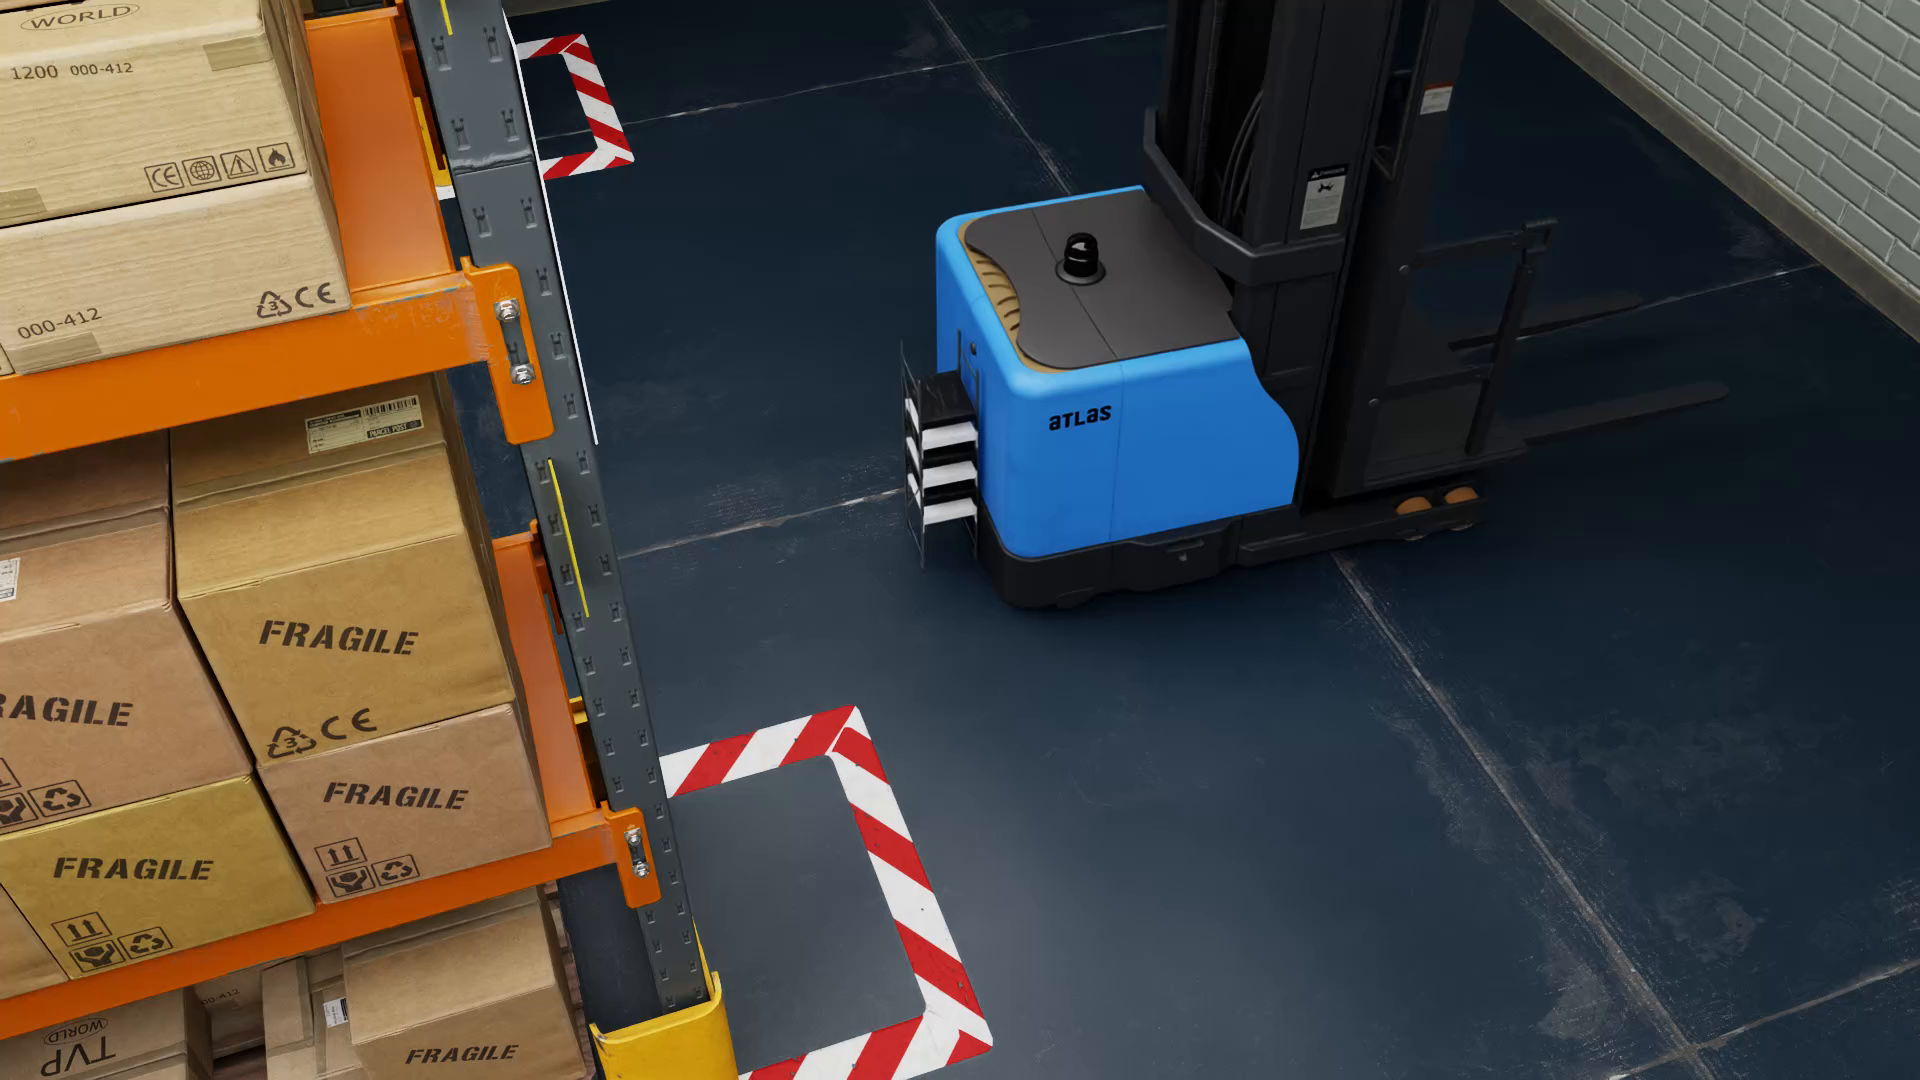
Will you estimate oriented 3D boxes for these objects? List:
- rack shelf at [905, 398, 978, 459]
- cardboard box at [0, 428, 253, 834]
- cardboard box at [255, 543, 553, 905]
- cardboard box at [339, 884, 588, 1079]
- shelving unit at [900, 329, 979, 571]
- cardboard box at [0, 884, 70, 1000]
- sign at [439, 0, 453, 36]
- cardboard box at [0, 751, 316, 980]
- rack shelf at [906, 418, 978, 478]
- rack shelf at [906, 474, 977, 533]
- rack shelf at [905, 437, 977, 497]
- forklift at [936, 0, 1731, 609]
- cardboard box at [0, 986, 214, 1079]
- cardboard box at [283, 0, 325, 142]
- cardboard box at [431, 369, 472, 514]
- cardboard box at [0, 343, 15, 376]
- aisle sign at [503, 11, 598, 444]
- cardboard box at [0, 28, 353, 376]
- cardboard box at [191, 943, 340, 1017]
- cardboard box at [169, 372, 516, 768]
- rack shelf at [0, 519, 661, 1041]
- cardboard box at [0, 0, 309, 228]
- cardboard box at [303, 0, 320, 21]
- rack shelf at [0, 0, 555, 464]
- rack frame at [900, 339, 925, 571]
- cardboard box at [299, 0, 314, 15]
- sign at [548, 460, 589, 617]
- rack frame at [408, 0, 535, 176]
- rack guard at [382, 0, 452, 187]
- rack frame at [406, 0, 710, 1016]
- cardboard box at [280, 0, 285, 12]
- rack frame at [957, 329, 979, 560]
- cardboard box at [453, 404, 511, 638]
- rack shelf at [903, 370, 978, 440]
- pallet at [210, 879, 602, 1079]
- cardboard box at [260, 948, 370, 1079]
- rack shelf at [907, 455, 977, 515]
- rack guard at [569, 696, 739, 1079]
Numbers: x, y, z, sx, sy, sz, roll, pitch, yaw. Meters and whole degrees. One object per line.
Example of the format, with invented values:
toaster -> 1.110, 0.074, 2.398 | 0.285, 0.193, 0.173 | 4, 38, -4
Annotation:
rack shelf -> -0.070, -0.409, 5.815 | 0.200, 0.077, 0.258 | -12, 46, -11
cardboard box -> -1.696, 0.171, 3.186 | 0.500, 0.500, 0.500 | -13, 47, -13
cardboard box -> -1.225, 0.400, 3.663 | 0.500, 0.500, 0.500 | -13, 47, -13
cardboard box -> -1.324, 1.169, 4.422 | 0.500, 0.500, 0.500 | -14, 47, -14
shelving unit -> -0.070, -0.305, 5.919 | 0.210, 0.900, 0.258 | -12, 46, -11
cardboard box -> -2.183, 0.644, 3.420 | 0.500, 0.500, 0.500 | -14, 47, -14
sign -> -0.726, -0.850, 2.237 | 0.005, 0.325, 0.100 | -14, 47, -14
cardboard box -> -1.712, 0.527, 3.536 | 0.500, 0.500, 0.500 | -14, 47, -14
rack shelf -> -0.070, -0.345, 5.879 | 0.200, 0.077, 0.258 | -12, 46, -11
rack shelf -> -0.070, -0.155, 6.070 | 0.200, 0.077, 0.258 | -12, 46, -11
rack shelf -> -0.070, -0.282, 5.943 | 0.200, 0.077, 0.258 | -12, 46, -11
forklift -> 1.476, -1.382, 5.558 | 3.031, 2.935, 1.130 | -12, 46, -11
cardboard box -> -2.227, 1.465, 4.302 | 0.500, 0.250, 0.500 | -14, 47, -14
cardboard box -> -1.465, -0.905, 3.022 | 0.500, 0.250, 0.500 | -14, 47, -14
cardboard box -> -1.403, -0.311, 3.665 | 0.500, 0.500, 0.500 | -13, 47, -13
cardboard box -> -1.764, -0.447, 2.566 | 0.500, 0.250, 0.500 | -14, 47, -14
aisle sign -> -0.728, -0.583, 2.878 | 0.004, 0.787, 0.394 | -14, 47, -14
cardboard box -> -1.290, -0.560, 2.679 | 0.500, 0.250, 0.500 | -14, 47, -14
cardboard box -> -1.974, 1.024, 4.742 | 0.500, 0.250, 0.500 | -14, 47, -14
cardboard box -> -1.221, 0.049, 3.307 | 0.500, 0.500, 0.500 | -15, 47, -14
rack shelf -> -2.777, 0.882, 3.762 | 4.000, 0.370, 1.077 | -14, 47, -14
cardboard box -> -1.293, -0.742, 2.507 | 0.500, 0.250, 0.500 | -14, 47, -14
cardboard box -> -3.206, -2.184, 7.777 | 0.500, 0.500, 0.700 | -14, 47, -14
rack shelf -> -2.777, -0.177, 2.699 | 4.000, 0.370, 1.077 | -14, 47, -14
rack frame -> -0.167, -0.285, 5.899 | 0.006, 0.900, 0.240 | -12, 46, -11
cardboard box -> -3.156, -2.576, 7.710 | 0.250, 0.149, 0.380 | -14, 47, -14
sign -> -0.726, 0.001, 3.091 | 0.005, 0.325, 0.100 | -14, 47, -14
rack frame -> -0.896, -1.971, 1.861 | 0.127, 3.000, 1.000 | -14, 47, -14
rack guard -> -2.559, -2.276, 8.165 | 0.348, 0.500, 1.175 | -14, 47, -14
rack frame -> -0.896, 0.147, 3.986 | 0.127, 3.000, 1.000 | -14, 47, -14
cardboard box -> -1.468, -1.086, 2.849 | 0.500, 0.250, 0.500 | -14, 47, -14
rack frame -> 0.028, -0.326, 5.939 | 0.006, 0.900, 0.240 | -12, 46, -11
cardboard box -> -1.403, 0.042, 4.019 | 0.500, 0.500, 0.500 | -13, 47, -13
rack shelf -> -0.070, -0.472, 5.751 | 0.200, 0.077, 0.258 | -12, 46, -11
pallet -> -1.717, 1.342, 4.764 | 1.213, 0.211, 1.003 | -14, 47, -14
cardboard box -> -1.735, 1.324, 4.503 | 0.250, 0.166, 0.380 | -14, 47, -14
rack shelf -> -0.070, -0.218, 6.006 | 0.200, 0.077, 0.258 | -12, 46, -11
rack guard -> -0.967, 1.047, 4.853 | 0.348, 0.500, 1.175 | -14, 47, -14
